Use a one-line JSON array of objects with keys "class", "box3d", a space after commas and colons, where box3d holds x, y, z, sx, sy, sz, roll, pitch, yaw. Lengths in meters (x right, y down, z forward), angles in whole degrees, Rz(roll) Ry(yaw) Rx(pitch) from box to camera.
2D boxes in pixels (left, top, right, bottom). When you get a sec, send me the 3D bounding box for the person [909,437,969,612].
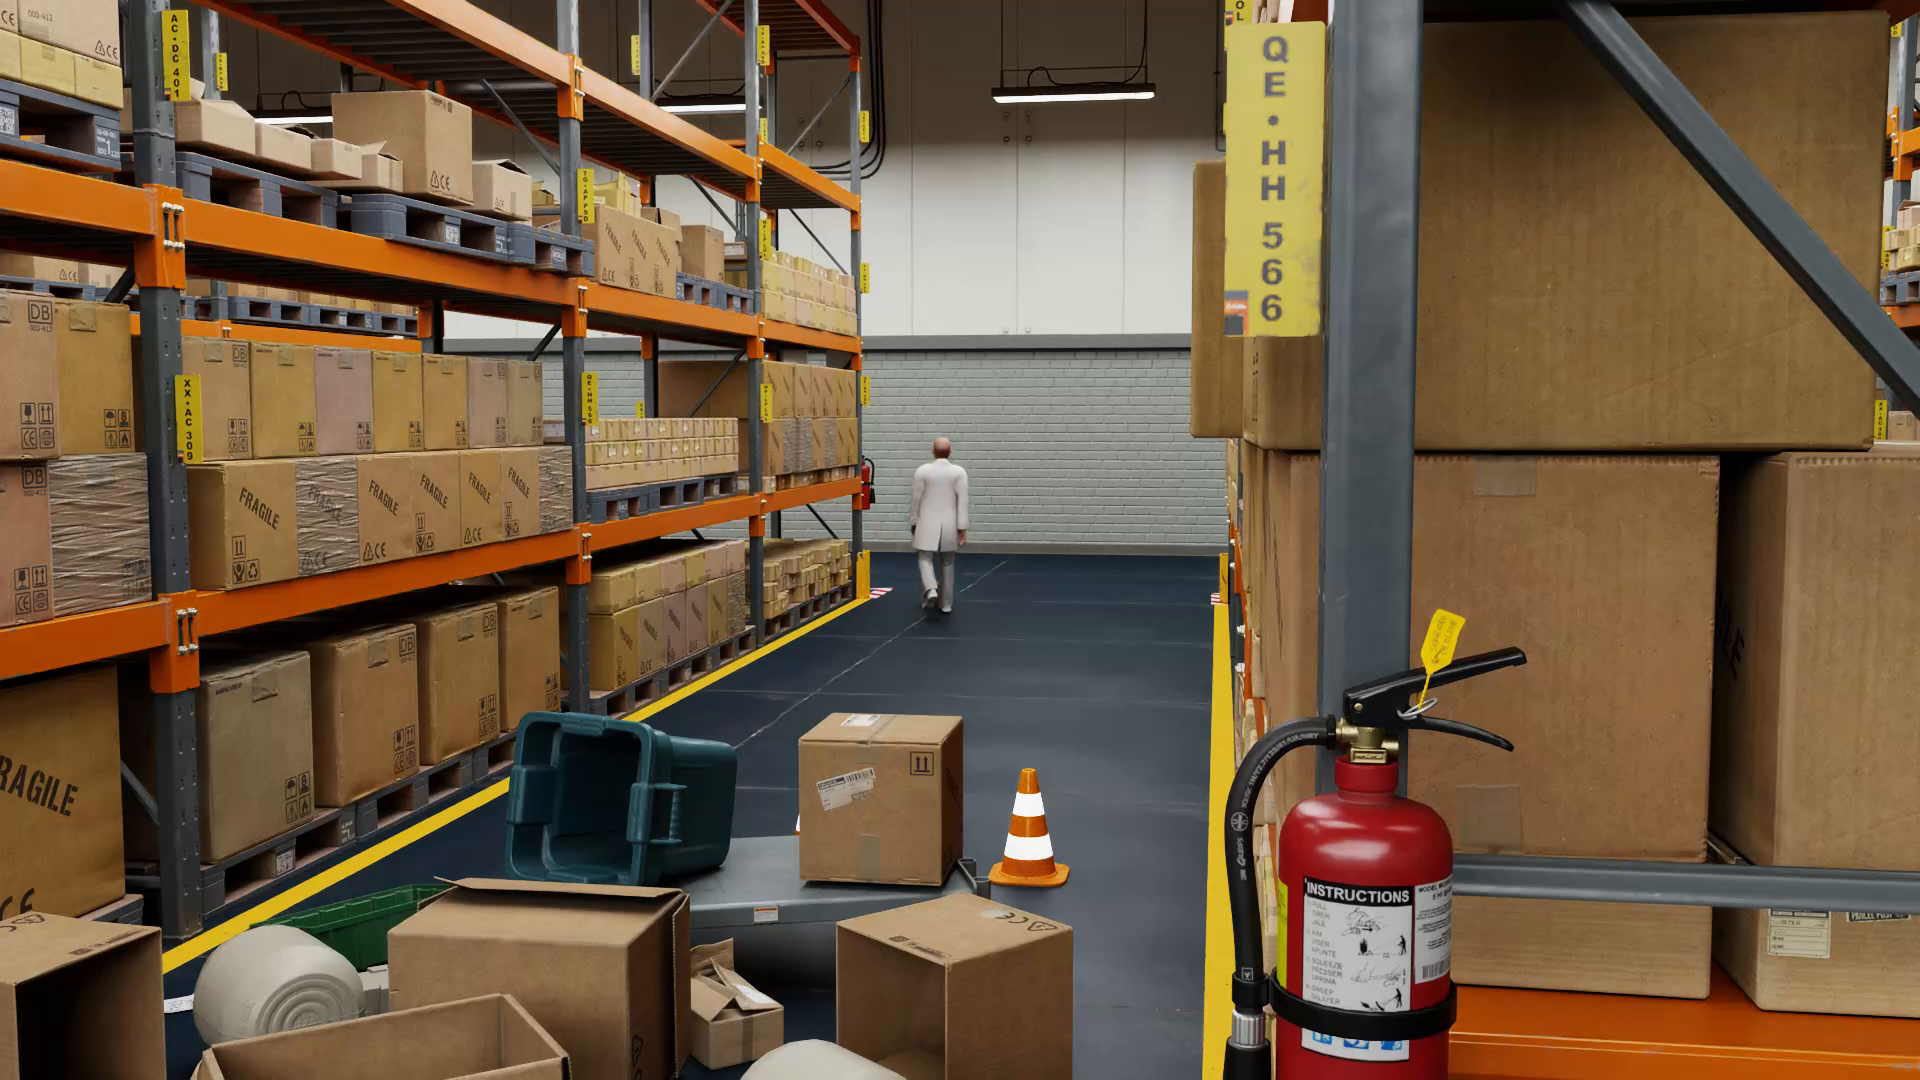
[{"class": "person", "box3d": [-0.214, -0.142, 16.442, 0.581, 1.748, 0.909, -1, 4, -10]}]
